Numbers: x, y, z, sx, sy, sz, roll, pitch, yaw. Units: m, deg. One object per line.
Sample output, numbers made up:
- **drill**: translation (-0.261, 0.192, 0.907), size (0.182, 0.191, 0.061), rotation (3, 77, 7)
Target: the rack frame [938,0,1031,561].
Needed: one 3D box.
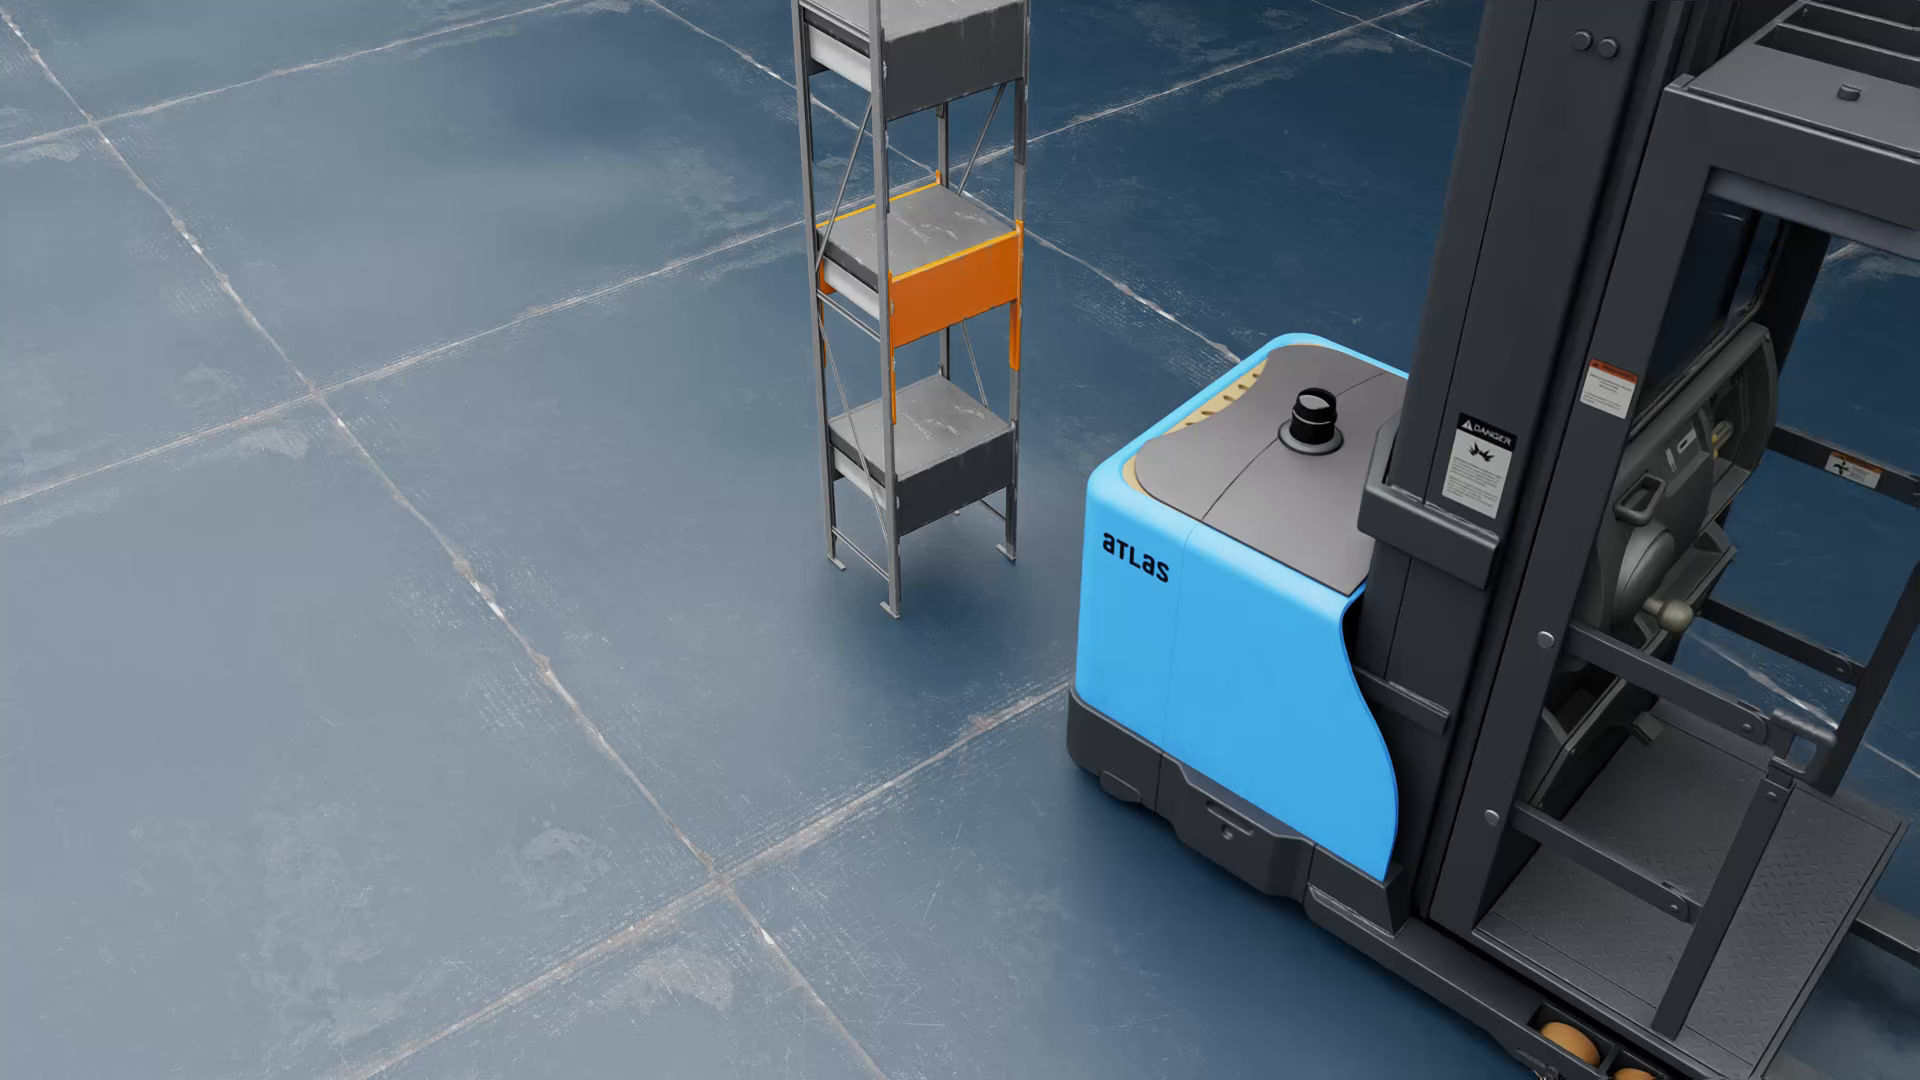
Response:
- **rack frame**: translation (0.062, -0.842, 5.121), size (0.015, 2.100, 0.400), rotation (-26, 46, -28)

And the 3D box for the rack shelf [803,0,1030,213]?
- **rack shelf**: translation (-0.131, -1.278, 4.571), size (0.480, 0.518, 0.431), rotation (-26, 46, -28)

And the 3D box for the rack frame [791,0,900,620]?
- **rack frame**: translation (-0.325, -0.654, 4.891), size (0.015, 2.100, 0.400), rotation (-26, 46, -28)

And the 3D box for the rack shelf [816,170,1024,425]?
- **rack shelf**: translation (-0.131, -0.737, 5.015), size (0.480, 0.518, 0.431), rotation (-26, 46, -28)

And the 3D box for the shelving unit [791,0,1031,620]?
- **shelving unit**: translation (-0.131, -0.748, 5.006), size (0.503, 2.100, 0.431), rotation (-26, 46, -28)

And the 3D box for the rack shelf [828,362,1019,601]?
- **rack shelf**: translation (-0.131, -0.196, 5.459), size (0.480, 0.518, 0.431), rotation (-26, 46, -28)

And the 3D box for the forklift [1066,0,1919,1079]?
- **forklift**: translation (1.747, -0.077, 3.533), size (3.031, 2.935, 1.130), rotation (30, 48, 31)
